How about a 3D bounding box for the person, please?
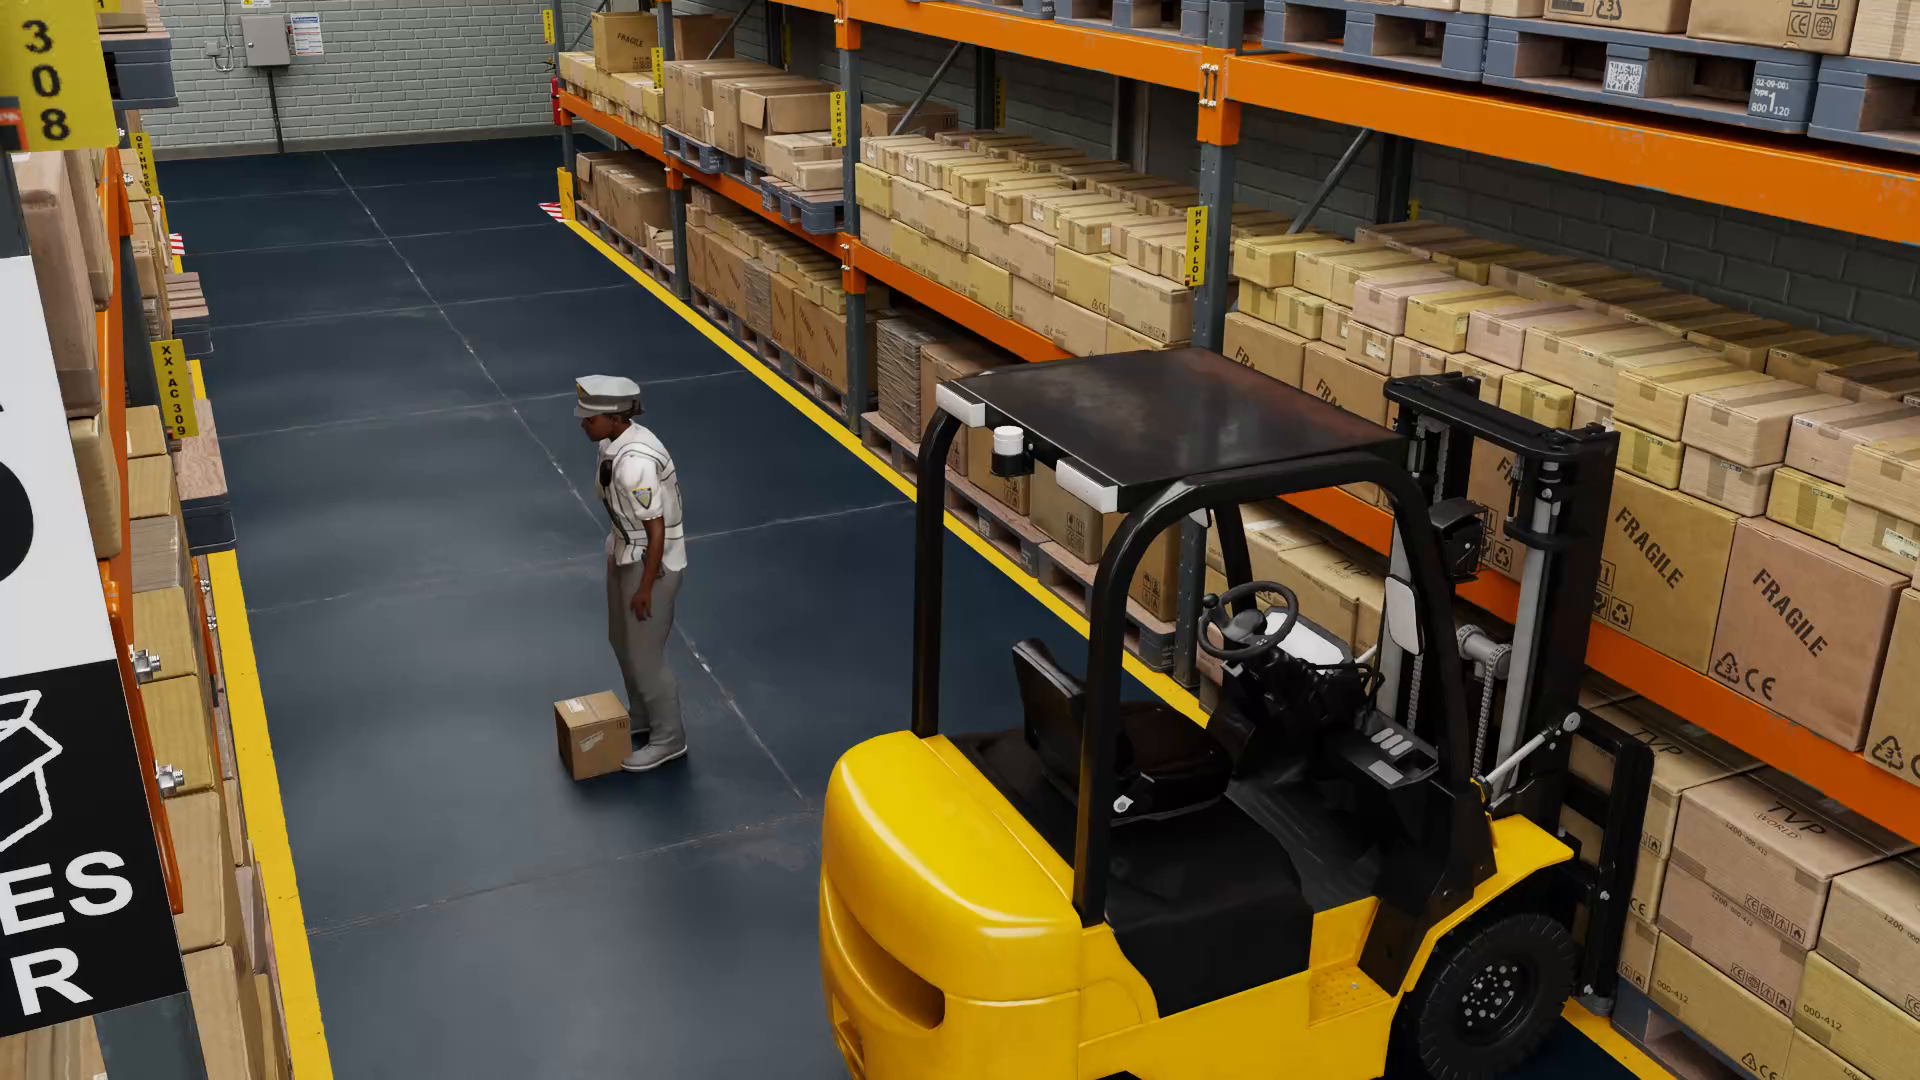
[{"bbox_3d":[-1.326,0.122,6.797,0.394,1.657,0.504,-10,24,-23],"label":"person"}]
